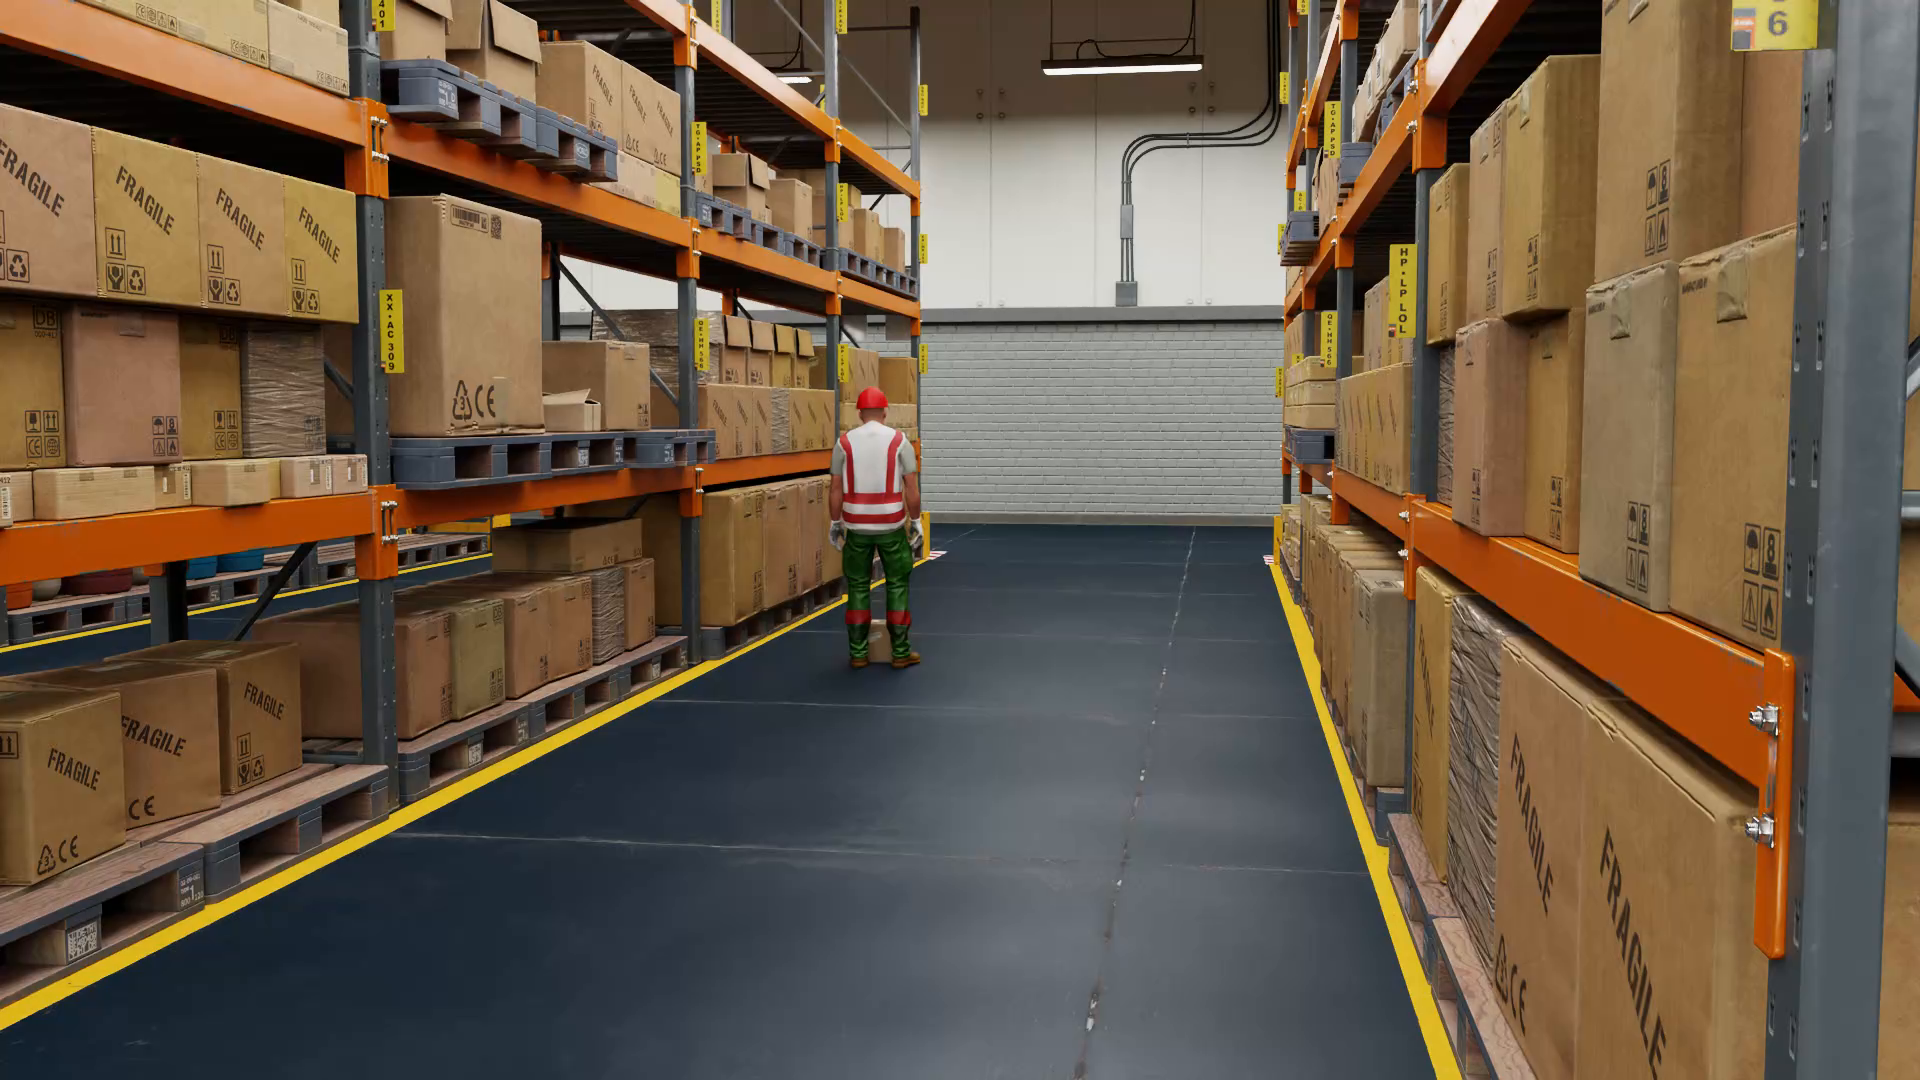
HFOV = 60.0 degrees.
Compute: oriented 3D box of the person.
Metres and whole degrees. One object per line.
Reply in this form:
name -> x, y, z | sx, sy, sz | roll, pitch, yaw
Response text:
person -> -0.535, -0.084, 10.576 | 0.610, 1.777, 0.451 | 0, 4, 5
